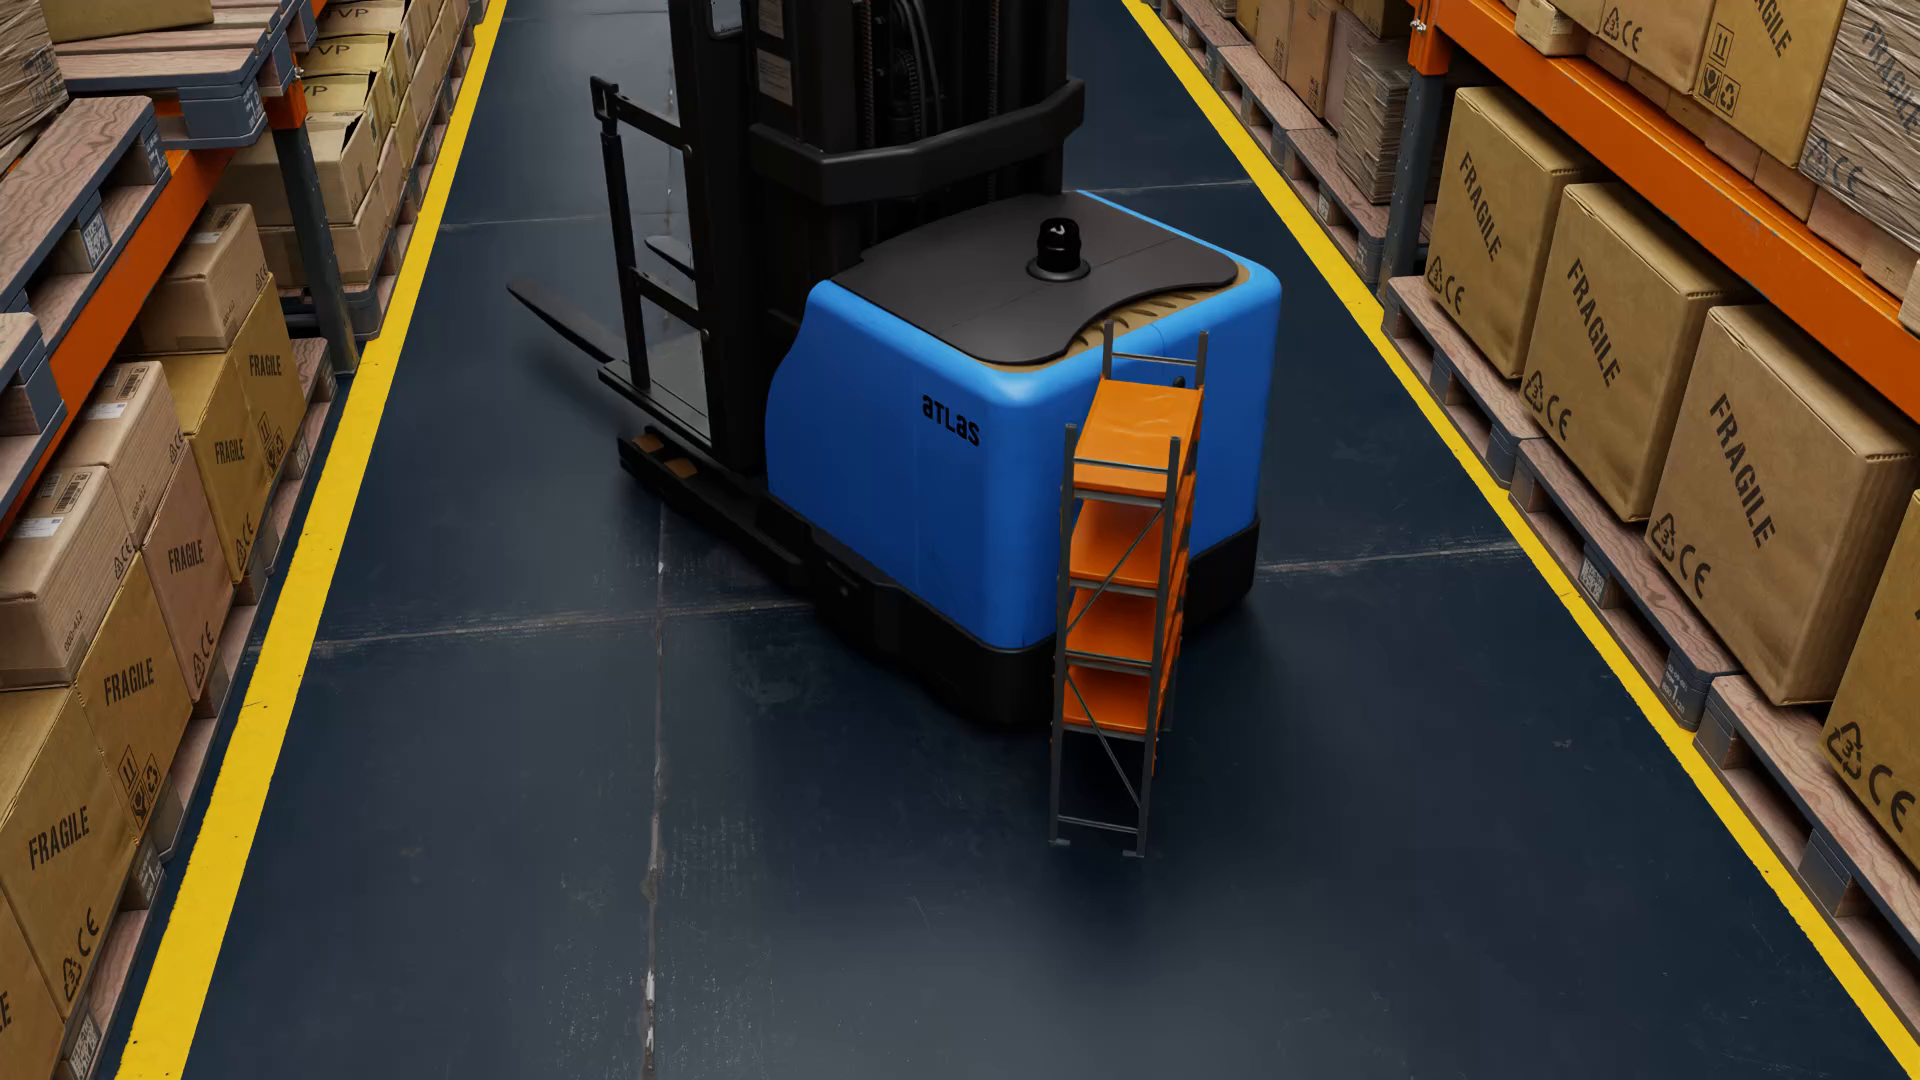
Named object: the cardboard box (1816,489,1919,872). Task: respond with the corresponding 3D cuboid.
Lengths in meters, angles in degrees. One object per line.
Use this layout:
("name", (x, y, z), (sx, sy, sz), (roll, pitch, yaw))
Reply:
("cardboard box", (2.494, 0.378, 3.568), (0.750, 0.750, 0.750), (-4, 34, -6))

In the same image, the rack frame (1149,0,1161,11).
("rack frame", (1.634, -4.448, 9.114), (1.000, 3.000, 0.127), (-4, 35, -6))

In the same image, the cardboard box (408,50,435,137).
("cardboard box", (-2.728, -2.047, 7.659), (0.500, 0.250, 0.500), (-4, 34, -5))

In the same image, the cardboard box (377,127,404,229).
("cardboard box", (-2.584, -1.471, 6.814), (0.500, 0.250, 0.500), (-5, 35, -8))

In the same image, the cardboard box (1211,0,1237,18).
("cardboard box", (1.750, -3.188, 9.093), (0.700, 0.500, 0.500), (-3, 34, -5))

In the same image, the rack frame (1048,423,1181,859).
("rack frame", (0.338, 0.271, 3.787), (0.240, 1.200, 0.015), (8, 35, 11))

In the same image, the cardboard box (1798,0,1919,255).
("cardboard box", (2.261, -0.960, 3.624), (0.500, 0.500, 0.500), (-4, 35, -6))

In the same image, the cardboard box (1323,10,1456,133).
("cardboard box", (2.070, -2.059, 7.437), (0.700, 0.500, 0.500), (-4, 35, -6))

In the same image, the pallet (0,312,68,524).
("pallet", (-2.197, 0.018, 2.730), (1.003, 0.211, 1.213), (-4, 35, -6))

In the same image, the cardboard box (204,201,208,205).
("cardboard box", (-3.050, -1.382, 6.184), (0.500, 0.311, 0.500), (-3, 34, -5))

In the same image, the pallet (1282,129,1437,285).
("pallet", (2.069, -1.500, 7.264), (1.003, 0.211, 1.213), (-4, 35, -6))

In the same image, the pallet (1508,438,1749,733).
("pallet", (2.364, 0.061, 4.973), (1.003, 0.211, 1.213), (-4, 35, -6))

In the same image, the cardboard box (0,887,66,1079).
("cardboard box", (-2.022, 0.956, 3.013), (0.500, 0.500, 0.500), (-6, 35, -9))

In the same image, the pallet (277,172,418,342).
("pallet", (-2.808, -1.149, 6.748), (1.003, 0.211, 1.213), (-4, 35, -6))

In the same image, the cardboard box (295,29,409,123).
("cardboard box", (-2.661, -2.000, 7.091), (0.500, 0.311, 0.500), (-5, 35, -8))

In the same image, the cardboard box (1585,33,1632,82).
("cardboard box", (2.120, -1.492, 4.982), (0.380, 0.149, 0.250), (-5, 35, -7))

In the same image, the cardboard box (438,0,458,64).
("cardboard box", (-2.865, -2.616, 8.494), (0.500, 0.250, 0.500), (-5, 35, -7))

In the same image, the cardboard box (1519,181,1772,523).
("cardboard box", (2.253, -0.592, 4.991), (0.750, 0.750, 0.750), (-5, 35, -7))

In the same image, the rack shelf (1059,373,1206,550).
("rack shelf", (0.396, -0.187, 3.762), (0.258, 0.148, 0.480), (8, 35, 11))

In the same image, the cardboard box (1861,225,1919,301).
("cardboard box", (2.276, -0.627, 3.712), (0.380, 0.149, 0.250), (-4, 35, -6))

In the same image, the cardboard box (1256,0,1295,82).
("cardboard box", (1.898, -2.615, 8.253), (0.700, 0.500, 0.500), (-4, 34, -6))

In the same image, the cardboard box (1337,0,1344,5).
("cardboard box", (1.935, -2.682, 7.685), (0.500, 0.250, 0.500), (-5, 35, -7))

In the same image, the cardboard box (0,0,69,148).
("cardboard box", (-2.606, -1.186, 3.865), (0.700, 0.500, 0.500), (2, 34, 3))

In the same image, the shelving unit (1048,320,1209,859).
("shelving unit", (0.396, 0.137, 3.983), (0.258, 1.200, 0.503), (8, 35, 11))

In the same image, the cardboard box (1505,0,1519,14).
("cardboard box", (2.012, -1.778, 5.401), (0.380, 0.149, 0.250), (-4, 34, -6))

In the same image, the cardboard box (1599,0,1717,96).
("cardboard box", (2.111, -1.528, 4.458), (0.500, 0.500, 0.500), (-5, 35, -7))

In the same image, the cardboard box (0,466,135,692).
("cardboard box", (-2.156, 0.088, 3.620), (0.500, 0.250, 0.500), (-4, 35, -6))

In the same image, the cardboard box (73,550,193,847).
("cardboard box", (-2.164, 0.380, 3.858), (0.500, 0.500, 0.500), (-4, 34, -6))

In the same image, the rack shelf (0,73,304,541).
("rack shelf", (-2.467, -0.426, 3.850), (1.077, 0.370, 4.000), (-4, 35, -6))

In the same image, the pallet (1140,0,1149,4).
("pallet", (1.509, -3.668, 10.445), (1.003, 0.211, 1.213), (-4, 35, -6))

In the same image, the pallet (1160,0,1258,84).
("pallet", (1.741, -2.862, 9.262), (1.003, 0.211, 1.213), (-4, 35, -6))

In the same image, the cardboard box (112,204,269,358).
("cardboard box", (-2.366, -0.762, 4.868), (0.500, 0.250, 0.500), (-3, 34, -5))

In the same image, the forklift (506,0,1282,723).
("forklift", (-0.475, -1.478, 4.816), (1.130, 2.935, 3.031), (-26, 42, -33))

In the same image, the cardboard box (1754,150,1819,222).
("cardboard box", (2.232, -0.917, 4.137), (0.380, 0.149, 0.250), (-3, 34, -5))

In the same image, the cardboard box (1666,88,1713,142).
("cardboard box", (2.188, -1.203, 4.558), (0.380, 0.149, 0.250), (-4, 34, -6))

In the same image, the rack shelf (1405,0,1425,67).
("rack shelf", (1.903, -3.035, 7.679), (1.077, 0.370, 4.000), (-4, 35, -6))

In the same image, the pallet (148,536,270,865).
("pallet", (-2.512, 0.412, 4.458), (1.003, 0.211, 1.213), (-4, 35, -6))

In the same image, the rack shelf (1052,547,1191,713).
("rack shelf", (0.396, 0.193, 4.021), (0.258, 0.148, 0.480), (8, 35, 11))

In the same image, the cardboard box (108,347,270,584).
("cardboard box", (-2.308, -0.195, 4.701), (0.500, 0.500, 0.500), (-6, 35, -8))

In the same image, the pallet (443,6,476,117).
("pallet", (-3.136, -2.511, 8.746), (1.003, 0.211, 1.213), (-4, 35, -6))

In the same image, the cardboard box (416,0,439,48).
("cardboard box", (-2.794, -2.567, 7.924), (0.500, 0.311, 0.500), (-4, 35, -7))

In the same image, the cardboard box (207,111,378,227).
("cardboard box", (-2.515, -1.422, 6.244), (0.500, 0.311, 0.500), (-3, 34, -5))

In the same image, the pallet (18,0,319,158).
("pallet", (-2.575, -1.387, 4.792), (1.213, 0.211, 1.003), (-4, 35, -6))
